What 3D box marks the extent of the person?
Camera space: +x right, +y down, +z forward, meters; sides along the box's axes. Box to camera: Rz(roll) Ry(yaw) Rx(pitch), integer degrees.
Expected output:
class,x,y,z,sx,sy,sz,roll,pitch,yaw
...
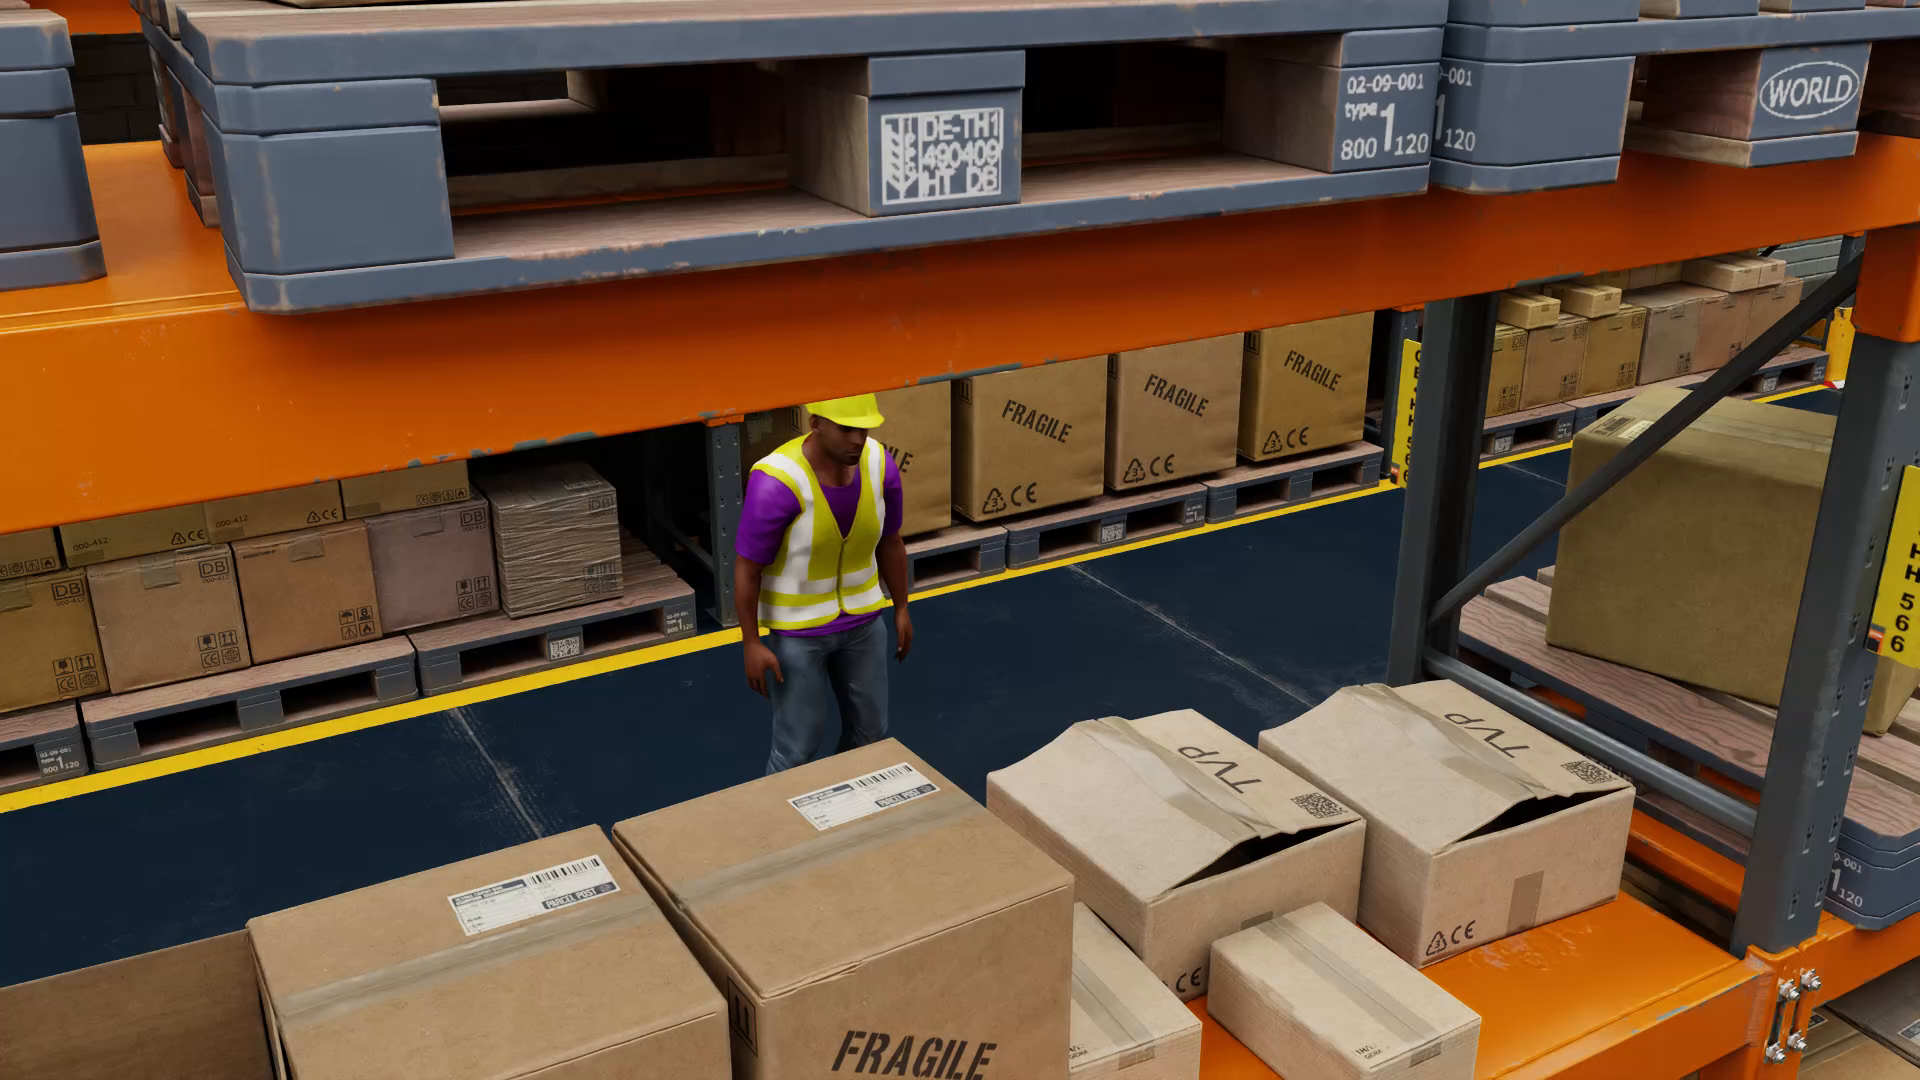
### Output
class,x,y,z,sx,sy,sz,roll,pitch,yaw
person,-0.418,0.281,5.355,0.628,1.759,0.461,-14,25,-31
